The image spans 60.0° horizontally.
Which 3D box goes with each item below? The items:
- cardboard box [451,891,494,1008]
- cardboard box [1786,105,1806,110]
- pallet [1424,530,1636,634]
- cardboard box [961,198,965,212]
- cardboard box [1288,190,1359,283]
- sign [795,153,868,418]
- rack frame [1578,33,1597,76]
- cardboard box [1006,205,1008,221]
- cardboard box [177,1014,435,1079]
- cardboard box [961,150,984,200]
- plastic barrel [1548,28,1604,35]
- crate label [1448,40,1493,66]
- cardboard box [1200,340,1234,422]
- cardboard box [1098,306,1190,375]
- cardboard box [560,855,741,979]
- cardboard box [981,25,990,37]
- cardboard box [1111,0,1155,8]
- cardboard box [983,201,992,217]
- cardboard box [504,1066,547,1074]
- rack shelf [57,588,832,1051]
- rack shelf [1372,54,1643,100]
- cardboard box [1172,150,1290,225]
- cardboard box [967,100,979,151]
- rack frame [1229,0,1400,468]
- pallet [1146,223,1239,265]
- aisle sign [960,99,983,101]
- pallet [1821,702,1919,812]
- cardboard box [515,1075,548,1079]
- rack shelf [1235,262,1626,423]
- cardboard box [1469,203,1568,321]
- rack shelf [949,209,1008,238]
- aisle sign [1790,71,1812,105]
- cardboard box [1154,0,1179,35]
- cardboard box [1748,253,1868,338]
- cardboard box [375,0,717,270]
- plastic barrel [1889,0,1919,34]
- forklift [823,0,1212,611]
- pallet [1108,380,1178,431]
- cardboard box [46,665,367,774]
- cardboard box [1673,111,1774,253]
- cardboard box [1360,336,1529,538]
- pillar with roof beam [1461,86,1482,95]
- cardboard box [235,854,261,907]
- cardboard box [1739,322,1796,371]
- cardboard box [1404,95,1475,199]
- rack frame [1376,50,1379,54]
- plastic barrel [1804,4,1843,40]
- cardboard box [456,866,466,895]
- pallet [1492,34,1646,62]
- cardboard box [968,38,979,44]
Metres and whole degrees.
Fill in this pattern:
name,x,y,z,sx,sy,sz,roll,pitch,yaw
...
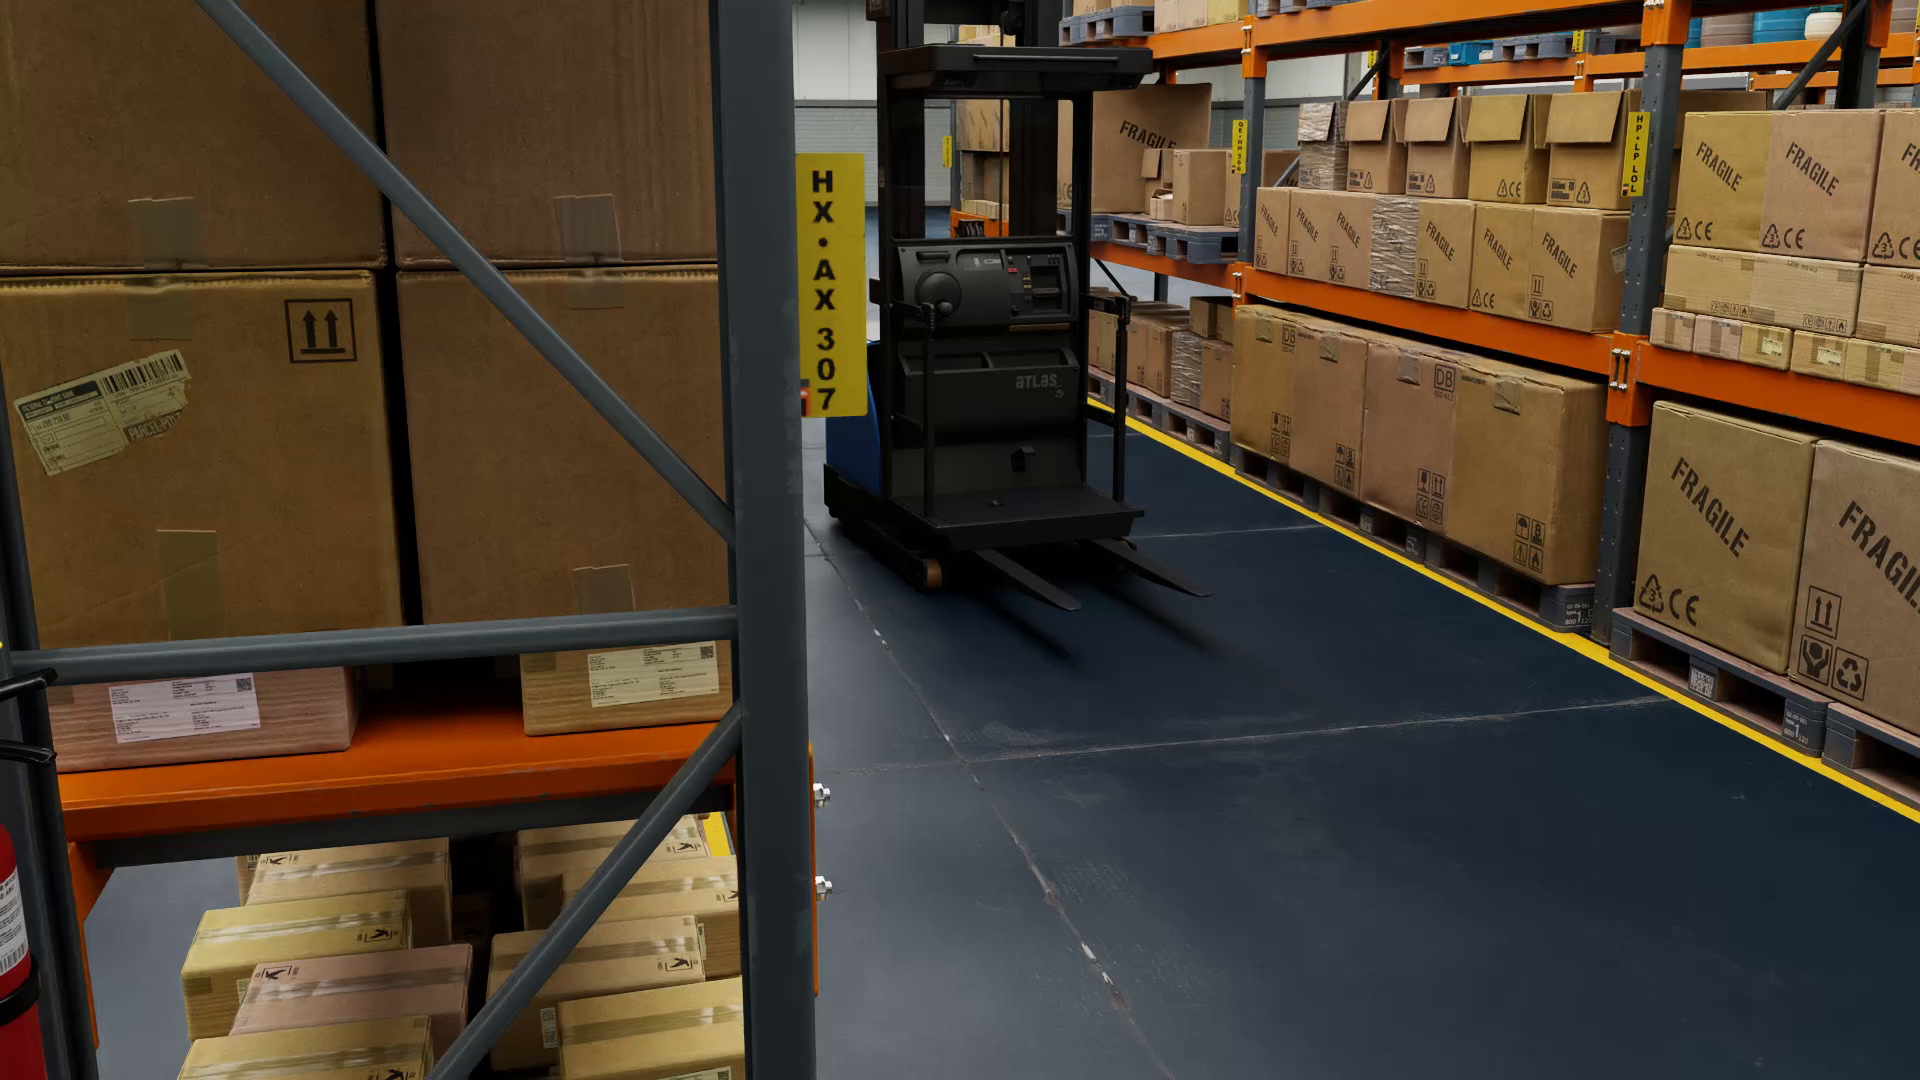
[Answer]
name,x,y,z,sx,sy,sz,roll,pitch,yaw
cardboard box,-1.182,0.879,3.503,0.380,0.149,0.250,-3,14,-14
cardboard box,10.133,-4.917,19.791,0.700,0.500,0.500,-3,14,-13
pallet,2.957,0.141,7.905,1.003,0.211,1.213,-3,14,-13
cardboard box,0.228,-3.607,17.900,0.380,0.149,0.250,-3,14,-13
cardboard box,2.245,-1.765,9.620,0.500,0.500,0.500,-4,14,-15
sign,-0.167,-0.315,2.070,0.100,0.325,0.005,-3,14,-13
rack frame,6.147,-3.161,15.547,1.000,3.000,0.127,-3,14,-13
cardboard box,0.658,-3.143,16.002,0.380,0.149,0.250,-3,14,-13
cardboard box,-1.065,0.920,2.709,0.380,0.149,0.250,-3,14,-13
cardboard box,0.496,-3.873,17.621,0.875,0.500,0.500,-3,14,-13
plastic barrel,6.017,-5.302,16.045,0.600,0.901,0.708,-3,14,-13
crate label,5.326,-5.019,17.142,0.502,0.251,0.408,-3,14,-13
cardboard box,2.095,-1.115,11.512,0.700,0.500,0.500,-4,14,-16
cardboard box,1.549,-1.631,13.622,0.700,0.500,0.500,-3,14,-14
cardboard box,-0.603,0.766,3.339,0.380,0.149,0.250,-3,14,-13
cardboard box,0.427,-5.070,16.514,0.380,0.149,0.250,-3,14,-13
cardboard box,1.569,-4.265,12.643,0.797,0.503,0.637,-3,14,-11
cardboard box,0.443,-3.375,16.951,0.380,0.149,0.250,-3,14,-13
cardboard box,-0.721,0.920,3.338,0.380,0.149,0.250,-3,14,-12
rack shelf,-1.164,0.024,4.023,1.077,0.370,4.000,-3,14,-13
rack shelf,5.677,-4.730,17.164,1.077,0.370,4.000,-3,14,-13
cardboard box,1.878,-2.461,11.583,0.700,0.500,0.500,-1,14,-5
cardboard box,0.368,-4.229,16.972,0.500,0.500,0.500,-3,14,-13
rack frame,2.272,-1.962,10.639,1.000,3.000,0.127,-3,14,-13
pallet,2.001,-2.028,11.311,1.213,0.211,1.003,-3,14,-13
aisle sign,0.087,-5.068,17.875,0.394,0.787,0.004,-3,14,-13
pallet,3.604,0.777,5.303,1.003,0.211,1.213,-3,14,-13
cardboard box,-0.647,1.123,3.134,0.380,0.149,0.250,-3,14,-13
rack shelf,2.742,-1.152,8.836,1.077,0.370,4.000,-3,14,-13
cardboard box,2.727,-1.295,7.699,0.500,0.500,0.500,-3,14,-11
rack shelf,0.863,-2.997,16.390,1.077,0.370,4.000,-3,14,-13
aisle sign,10.293,-5.654,20.271,0.394,0.787,0.004,-3,14,-13
cardboard box,1.677,-3.672,11.634,0.500,0.250,0.500,-3,14,-12
cardboard box,3.179,-0.873,5.871,0.500,0.250,0.500,-3,14,-13
cardboard box,-0.542,-0.661,2.368,0.500,0.500,0.500,-3,14,-14
plastic barrel,7.104,-4.141,12.179,0.600,0.901,0.600,0,14,0
forklift,0.222,-1.284,8.008,1.130,2.935,3.031,-5,15,-20
pallet,1.807,-1.069,12.858,1.003,0.211,1.213,-3,14,-13
cardboard box,-1.046,0.199,2.322,0.380,0.149,0.250,-3,14,-13
cardboard box,3.075,-1.351,6.245,0.500,0.500,0.500,-3,14,-13
cardboard box,2.831,-0.564,8.508,1.225,0.875,0.875,-4,14,-15
pillar with roof beam,7.431,-11.350,36.423,9.100,9.000,0.400,-3,14,-13
cardboard box,-1.369,0.684,3.675,0.380,0.149,0.250,-3,14,-11
cardboard box,3.082,-0.710,6.040,0.380,0.149,0.250,-3,14,-11
cardboard box,2.742,-2.024,8.567,0.797,0.503,0.637,-3,14,-11
rack frame,5.207,-6.998,18.612,1.000,3.000,0.127,-3,14,-13
plastic barrel,6.561,-3.909,12.577,0.301,0.262,0.301,0,14,0
cardboard box,-1.394,0.912,3.995,0.380,0.149,0.250,-3,14,-12
pallet,5.882,-4.688,15.872,1.213,0.211,1.003,-3,14,-13
cardboard box,0.382,-4.948,16.856,0.500,0.250,0.500,-4,14,-14
